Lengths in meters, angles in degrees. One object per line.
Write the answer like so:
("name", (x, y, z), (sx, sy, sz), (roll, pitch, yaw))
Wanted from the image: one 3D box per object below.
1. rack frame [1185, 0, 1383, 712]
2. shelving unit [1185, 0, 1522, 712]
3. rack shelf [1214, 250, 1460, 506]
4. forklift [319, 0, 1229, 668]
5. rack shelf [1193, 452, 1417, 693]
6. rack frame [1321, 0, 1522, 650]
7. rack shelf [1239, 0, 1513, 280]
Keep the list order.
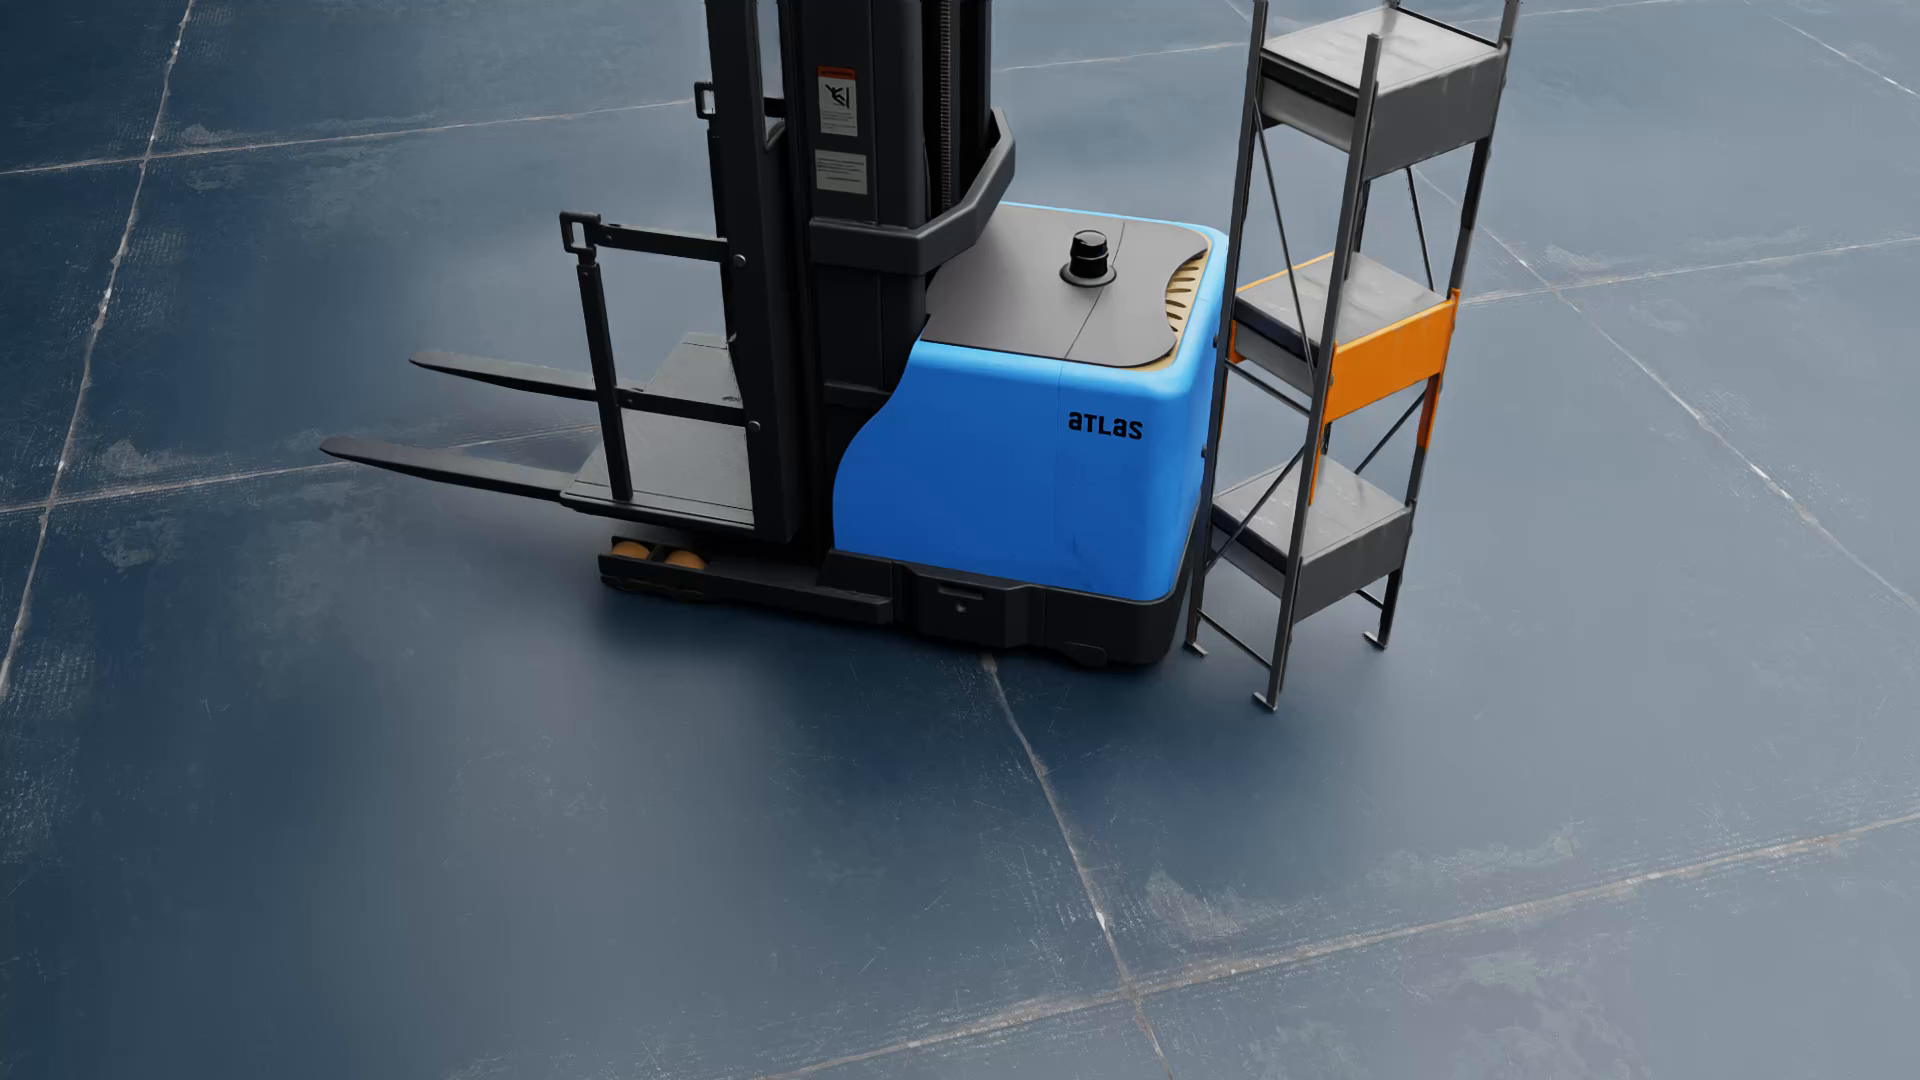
("rack frame", (0.843, -0.411, 4.559), (0.015, 2.100, 0.400), (-24, 43, -28))
("shelving unit", (1.041, -0.497, 4.672), (0.503, 2.100, 0.431), (-24, 43, -28))
("rack shelf", (1.041, -0.486, 4.680), (0.480, 0.518, 0.431), (-24, 43, -28))
("forklift", (-0.694, -1.261, 4.986), (3.031, 2.935, 1.130), (9, 38, 12))
("rack shelf", (1.041, 0.069, 5.106), (0.480, 0.518, 0.431), (-24, 43, -28))
("rack frame", (1.239, -0.584, 4.785), (0.015, 2.100, 0.400), (-24, 43, -28))
("rack shelf", (1.041, -1.042, 4.255), (0.480, 0.518, 0.431), (-24, 43, -28))
